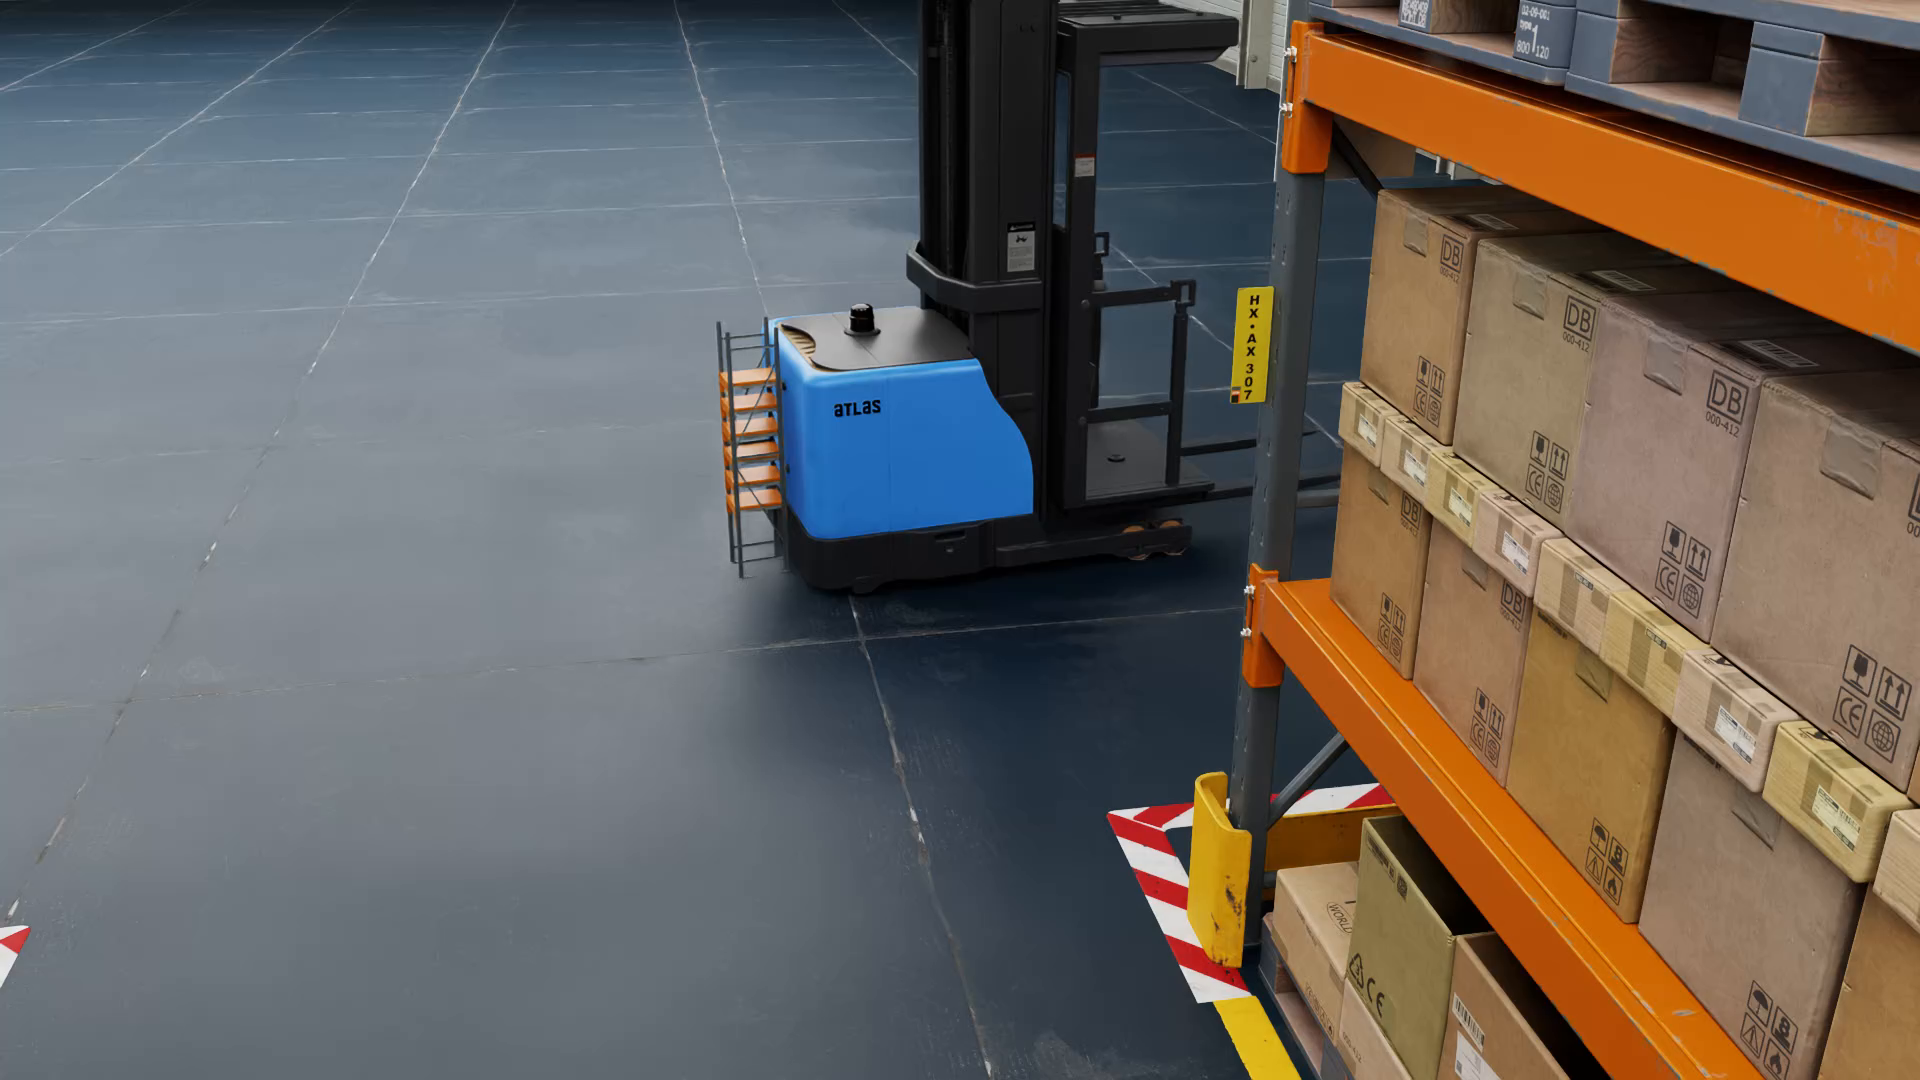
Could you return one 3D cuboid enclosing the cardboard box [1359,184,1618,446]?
[{"bbox_3d":[1.426,-0.570,4.061,0.700,0.500,0.500,-4,24,-10],"label":"cardboard box"}]

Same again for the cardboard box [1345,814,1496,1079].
[{"bbox_3d":[1.317,1.013,4.157,0.500,0.500,0.500,-4,24,-10],"label":"cardboard box"}]

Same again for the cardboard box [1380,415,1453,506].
[{"bbox_3d":[1.255,-0.204,4.034,0.380,0.149,0.250,-5,24,-11],"label":"cardboard box"}]

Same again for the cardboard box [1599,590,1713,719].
[{"bbox_3d":[1.443,0.199,3.112,0.380,0.149,0.250,-5,24,-10],"label":"cardboard box"}]

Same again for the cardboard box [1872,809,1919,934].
[{"bbox_3d":[1.588,0.505,2.412,0.380,0.149,0.250,-4,24,-8],"label":"cardboard box"}]

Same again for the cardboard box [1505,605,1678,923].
[{"bbox_3d":[1.604,0.406,3.448,0.700,0.500,0.500,-4,24,-9],"label":"cardboard box"}]

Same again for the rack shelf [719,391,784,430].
[{"bbox_3d":[-0.956,-0.597,7.629,0.258,0.103,0.180,-8,25,-18],"label":"rack shelf"}]

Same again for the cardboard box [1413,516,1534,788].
[{"bbox_3d":[1.518,0.210,3.897,0.700,0.500,0.500,-4,24,-8],"label":"cardboard box"}]

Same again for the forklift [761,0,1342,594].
[{"bbox_3d":[0.606,-1.434,7.872,3.031,2.935,1.130,-8,25,-17],"label":"forklift"}]

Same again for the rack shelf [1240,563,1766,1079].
[{"bbox_3d":[1.712,0.981,3.154,1.077,0.370,4.000,-4,24,-10],"label":"rack shelf"}]

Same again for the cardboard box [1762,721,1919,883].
[{"bbox_3d":[1.536,0.400,2.650,0.380,0.149,0.250,-4,24,-8],"label":"cardboard box"}]

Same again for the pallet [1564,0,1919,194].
[{"bbox_3d":[1.676,-0.708,2.487,1.003,0.211,1.213,-4,24,-10],"label":"pallet"}]

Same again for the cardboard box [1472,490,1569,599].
[{"bbox_3d":[1.344,-0.007,3.582,0.380,0.149,0.250,-5,24,-11],"label":"cardboard box"}]

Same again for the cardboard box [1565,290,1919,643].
[{"bbox_3d":[1.622,-0.165,3.135,0.700,0.500,0.500,-4,24,-10],"label":"cardboard box"}]

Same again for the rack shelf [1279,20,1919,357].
[{"bbox_3d":[1.712,-0.393,2.554,1.077,0.370,4.000,-4,24,-10],"label":"rack shelf"}]

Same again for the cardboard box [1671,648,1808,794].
[{"bbox_3d":[1.486,0.297,2.887,0.380,0.149,0.250,-4,24,-9],"label":"cardboard box"}]

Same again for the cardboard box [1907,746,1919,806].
[{"bbox_3d":[1.807,0.228,2.234,0.700,0.500,0.500,-4,24,-10],"label":"cardboard box"}]

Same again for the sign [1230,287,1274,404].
[{"bbox_3d":[0.796,-0.529,4.534,0.100,0.325,0.005,-4,24,-10],"label":"sign"}]

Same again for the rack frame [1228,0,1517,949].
[{"bbox_3d":[1.342,-0.135,4.811,1.000,3.000,0.127,-4,24,-10],"label":"rack frame"}]

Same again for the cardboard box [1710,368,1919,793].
[{"bbox_3d":[1.715,0.032,2.684,0.700,0.500,0.500,-4,24,-10],"label":"cardboard box"}]

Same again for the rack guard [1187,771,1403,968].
[{"bbox_3d":[1.338,1.001,5.333,1.175,0.500,0.348,-4,24,-10],"label":"rack guard"}]

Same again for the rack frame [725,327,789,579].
[{"bbox_3d":[-0.925,-0.383,7.628,0.240,1.200,0.006,-8,25,-18],"label":"rack frame"}]

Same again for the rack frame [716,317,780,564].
[{"bbox_3d":[-0.988,-0.452,7.786,0.240,1.200,0.006,-8,25,-18],"label":"rack frame"}]

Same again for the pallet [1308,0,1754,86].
[{"bbox_3d":[1.447,-1.189,3.588,1.003,0.211,1.213,-4,24,-10],"label":"pallet"}]

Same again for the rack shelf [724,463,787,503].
[{"bbox_3d":[-0.956,-0.267,7.773,0.258,0.103,0.180,-8,25,-18],"label":"rack shelf"}]

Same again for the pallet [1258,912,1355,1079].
[{"bbox_3d":[1.525,1.440,4.688,1.003,0.211,1.213,-4,24,-10],"label":"pallet"}]

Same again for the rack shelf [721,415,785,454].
[{"bbox_3d":[-0.956,-0.487,7.677,0.258,0.103,0.180,-8,25,-18],"label":"rack shelf"}]

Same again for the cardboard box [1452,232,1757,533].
[{"bbox_3d":[1.528,-0.364,3.589,0.700,0.500,0.500,-5,24,-11],"label":"cardboard box"}]

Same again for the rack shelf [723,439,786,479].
[{"bbox_3d":[-0.956,-0.377,7.725,0.258,0.103,0.180,-8,25,-18],"label":"rack shelf"}]

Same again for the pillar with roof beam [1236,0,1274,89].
[{"bbox_3d":[-0.370,-9.802,19.451,9.100,9.000,0.400,-4,24,-10],"label":"pillar with roof beam"}]

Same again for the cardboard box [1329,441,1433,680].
[{"bbox_3d":[1.416,0.004,4.369,0.700,0.500,0.500,-4,24,-10],"label":"cardboard box"}]

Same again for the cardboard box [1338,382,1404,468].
[{"bbox_3d":[1.203,-0.308,4.272,0.380,0.149,0.250,-4,24,-10],"label":"cardboard box"}]

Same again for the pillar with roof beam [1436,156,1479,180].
[{"bbox_3d":[0.739,-7.442,14.047,9.100,9.000,0.400,-4,24,-10],"label":"pillar with roof beam"}]

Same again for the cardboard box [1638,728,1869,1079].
[{"bbox_3d":[1.705,0.612,2.975,0.700,0.500,0.500,-4,24,-8],"label":"cardboard box"}]

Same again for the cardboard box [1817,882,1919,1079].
[{"bbox_3d":[1.801,0.814,2.514,0.700,0.500,0.500,-4,24,-9],"label":"cardboard box"}]

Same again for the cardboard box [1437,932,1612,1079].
[{"bbox_3d":[1.422,1.209,3.709,0.500,0.500,0.500,-4,24,-10],"label":"cardboard box"}]

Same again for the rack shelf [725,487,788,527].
[{"bbox_3d":[-0.956,-0.157,7.821,0.258,0.103,0.180,-8,25,-18],"label":"rack shelf"}]

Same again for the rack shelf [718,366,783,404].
[{"bbox_3d":[-0.956,-0.707,7.581,0.258,0.103,0.180,-8,25,-18],"label":"rack shelf"}]

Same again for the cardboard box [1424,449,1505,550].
[{"bbox_3d":[1.299,-0.106,3.809,0.380,0.149,0.250,-4,24,-10],"label":"cardboard box"}]

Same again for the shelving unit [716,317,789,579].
[{"bbox_3d":[-0.956,-0.418,7.707,0.258,1.200,0.189,-8,25,-18],"label":"shelving unit"}]

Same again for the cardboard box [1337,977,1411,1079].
[{"bbox_3d":[1.319,1.356,4.307,0.500,0.250,0.500,-4,24,-10],"label":"cardboard box"}]

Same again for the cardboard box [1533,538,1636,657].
[{"bbox_3d":[1.396,0.098,3.342,0.380,0.149,0.250,-5,24,-12],"label":"cardboard box"}]

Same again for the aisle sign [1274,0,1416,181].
[{"bbox_3d":[1.029,-1.330,4.298,0.394,0.787,0.004,-4,24,-10],"label":"aisle sign"}]

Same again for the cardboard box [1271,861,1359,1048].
[{"bbox_3d":[1.223,1.160,4.757,0.500,0.250,0.500,-4,24,-10],"label":"cardboard box"}]
